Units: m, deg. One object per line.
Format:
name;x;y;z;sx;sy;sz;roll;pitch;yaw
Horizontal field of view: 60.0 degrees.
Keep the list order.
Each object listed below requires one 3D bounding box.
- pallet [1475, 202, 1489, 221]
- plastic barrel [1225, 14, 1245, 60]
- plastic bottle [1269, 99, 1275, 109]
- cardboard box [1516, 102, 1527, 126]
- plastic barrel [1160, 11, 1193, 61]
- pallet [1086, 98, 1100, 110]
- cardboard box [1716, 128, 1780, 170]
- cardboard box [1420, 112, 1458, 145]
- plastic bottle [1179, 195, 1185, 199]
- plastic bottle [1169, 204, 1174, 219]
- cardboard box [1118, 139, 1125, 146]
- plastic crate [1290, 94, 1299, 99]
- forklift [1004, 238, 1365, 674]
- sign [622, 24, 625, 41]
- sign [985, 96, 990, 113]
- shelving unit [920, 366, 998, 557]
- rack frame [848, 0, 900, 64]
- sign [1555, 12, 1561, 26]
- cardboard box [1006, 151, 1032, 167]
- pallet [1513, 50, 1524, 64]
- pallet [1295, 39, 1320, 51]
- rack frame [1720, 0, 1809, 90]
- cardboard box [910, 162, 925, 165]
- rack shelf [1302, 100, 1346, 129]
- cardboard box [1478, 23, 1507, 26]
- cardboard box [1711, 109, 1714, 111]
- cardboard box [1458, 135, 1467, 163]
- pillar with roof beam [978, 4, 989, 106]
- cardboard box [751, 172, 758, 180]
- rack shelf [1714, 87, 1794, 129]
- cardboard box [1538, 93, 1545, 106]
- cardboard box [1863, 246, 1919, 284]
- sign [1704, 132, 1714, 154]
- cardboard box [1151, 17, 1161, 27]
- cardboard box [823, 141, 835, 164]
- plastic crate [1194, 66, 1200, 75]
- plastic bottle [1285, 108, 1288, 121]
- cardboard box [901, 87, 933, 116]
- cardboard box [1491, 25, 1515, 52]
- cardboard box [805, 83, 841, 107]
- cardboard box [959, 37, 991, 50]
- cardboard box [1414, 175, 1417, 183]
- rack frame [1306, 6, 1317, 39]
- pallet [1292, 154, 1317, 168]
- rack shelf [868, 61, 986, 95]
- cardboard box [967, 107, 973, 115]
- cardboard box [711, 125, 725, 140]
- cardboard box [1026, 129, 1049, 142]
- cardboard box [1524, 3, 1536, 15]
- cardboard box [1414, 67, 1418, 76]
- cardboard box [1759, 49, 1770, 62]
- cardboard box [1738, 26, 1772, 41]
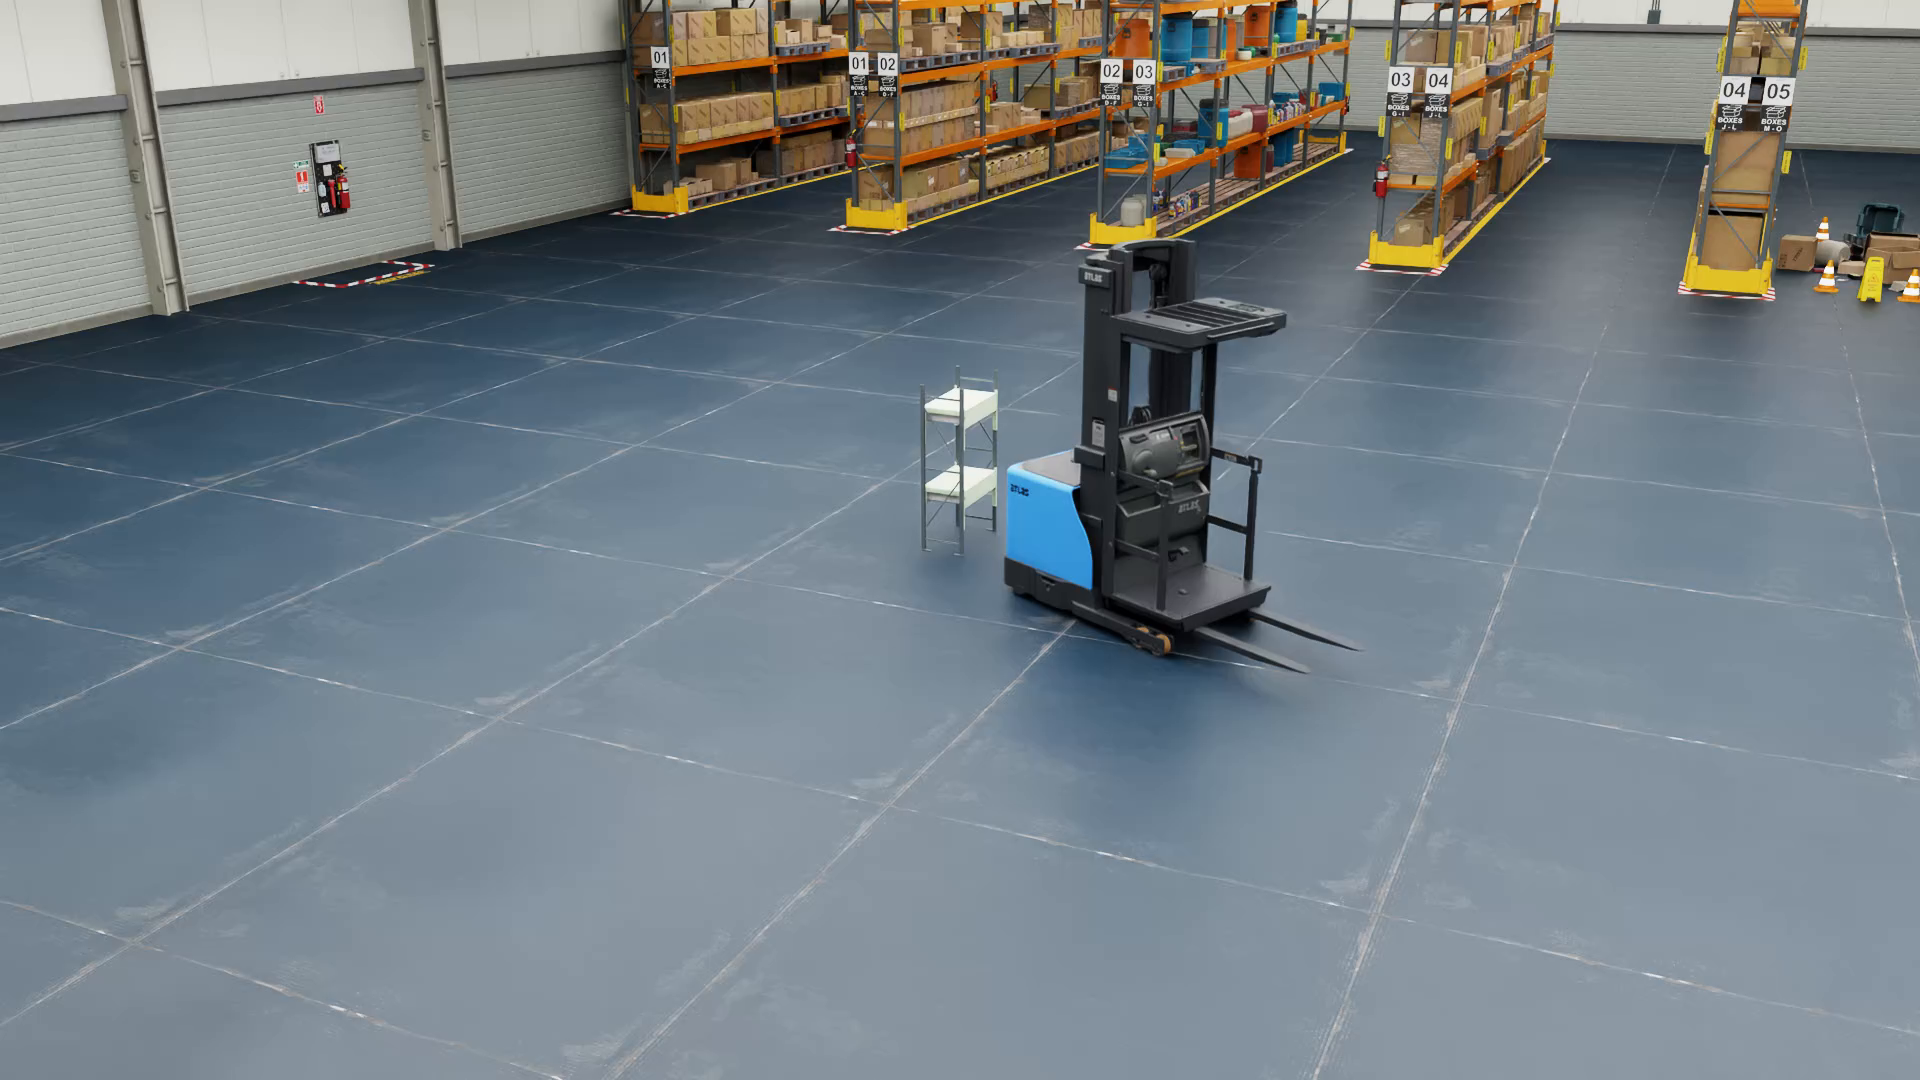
pallet;9.909;-6.558;33.048;1.003;0.211;1.213;9;21;23
plastic barrel;5.678;-10.590;34.999;0.600;0.901;0.600;0;20;0
plastic bottle;7.394;-10.286;39.442;0.144;0.351;0.185;9;21;23
cardboard box;12.218;-9.422;36.789;0.500;0.500;0.500;9;22;24
plastic barrel;4.069;-9.497;31.299;0.600;0.901;0.708;9;21;23
pallet;2.906;-10.746;40.948;1.003;0.211;1.213;9;21;23
cardboard box;12.126;-6.013;25.518;0.875;0.550;0.550;9;21;23
cardboard box;7.929;-6.826;27.554;0.500;0.500;0.500;9;21;23
plastic bottle;4.350;-6.581;32.358;0.152;0.276;0.135;9;21;23
plastic bottle;3.963;-6.150;31.153;0.097;0.271;0.097;0;20;0
cardboard box;4.047;-10.303;42.987;0.380;0.166;0.250;9;21;23
plastic crate;8.425;-11.033;41.628;0.416;0.233;0.300;9;21;23
forklift;1.700;-0.697;12.509;1.130;2.935;3.031;-16;25;-38
sign;-6.600;-9.989;32.734;0.100;0.325;0.005;9;21;23
sign;0.564;-8.990;34.313;0.100;0.325;0.005;9;21;23
shelving unit;-0.003;-0.705;14.665;0.431;1.500;0.755;9;21;23
rack frame;-1.581;-10.224;30.241;1.000;3.000;0.127;9;21;23
sign;14.497;-12.643;40.315;0.100;0.325;0.005;9;21;23
cardboard box;1.289;-8.502;36.992;0.500;0.311;0.500;8;21;22
pallet;10.947;-10.011;34.400;1.213;0.211;1.003;10;22;25
pallet;7.619;-11.456;38.464;1.213;0.211;1.003;9;21;23
rack frame;11.939;-8.152;24.415;1.000;3.000;0.127;9;21;23
cardboard box;-1.031;-7.318;33.381;0.500;0.500;0.500;9;21;23
rack shelf;8.670;-10.657;41.486;1.077;0.370;4.000;9;21;23
cardboard box;11.189;-10.613;35.035;0.500;0.500;0.500;10;22;26
cardboard box;15.316;-8.582;33.438;0.380;0.149;0.250;9;22;24
cardboard box;8.503;-7.003;29.545;0.875;0.500;0.500;9;21;23
pillar with roof beam;4.694;-16.147;46.896;9.100;9.000;0.400;9;21;23
cardboard box;-4.655;-8.003;36.522;0.380;0.166;0.250;6;20;16
rack shelf;12.758;-7.011;26.757;1.077;0.370;4.000;9;21;23
cardboard box;13.843;-10.658;40.194;0.500;0.250;0.500;8;21;22
cardboard box;14.906;-4.385;26.502;0.797;0.503;0.637;-5;20;-15
sign;11.450;-6.061;25.408;0.100;0.325;0.005;9;21;23
cardboard box;4.993;-13.675;43.898;0.500;0.250;0.500;9;21;23
cardboard box;-3.390;-9.182;39.339;0.700;0.500;0.500;9;21;23
plastic crate;4.286;-8.682;30.776;0.243;0.136;0.396;9;21;23
plastic bottle;7.425;-9.710;37.924;0.061;0.283;0.133;9;21;23
cardboard box;-0.940;-8.529;32.341;0.700;0.500;0.500;9;21;23
cardboard box;10.764;-9.998;33.187;0.500;0.500;0.500;9;22;24
cardboard box;-3.213;-10.456;39.041;0.700;0.500;0.500;6;21;18
cardboard box;0.318;-10.348;34.662;0.500;0.250;0.500;11;22;28
cardboard box;7.487;-6.110;28.002;0.380;0.149;0.250;9;21;23
rack frame;7.851;-13.212;38.641;1.000;3.000;0.127;9;21;23
pallet;8.116;-9.301;40.761;1.003;0.211;1.213;9;21;23
rack shelf;-0.762;-9.083;32.583;1.077;0.370;4.000;9;21;23
cardboard box;0.038;-8.785;34.031;0.380;0.149;0.250;8;21;22
cardboard box;-5.198;-8.436;34.360;0.500;0.250;0.500;8;21;22
cardboard box;1.883;-9.562;39.287;0.500;0.250;0.500;9;22;25
cardboard box;13.171;-12.371;38.709;0.500;0.250;0.500;8;21;21
cardboard box;7.284;-7.695;27.235;0.380;0.149;0.250;9;21;23
cardboard box;13.196;-7.783;26.858;0.500;0.250;0.500;8;21;22
cardboard box;16.101;-10.199;33.868;0.797;0.503;0.637;8;21;22
